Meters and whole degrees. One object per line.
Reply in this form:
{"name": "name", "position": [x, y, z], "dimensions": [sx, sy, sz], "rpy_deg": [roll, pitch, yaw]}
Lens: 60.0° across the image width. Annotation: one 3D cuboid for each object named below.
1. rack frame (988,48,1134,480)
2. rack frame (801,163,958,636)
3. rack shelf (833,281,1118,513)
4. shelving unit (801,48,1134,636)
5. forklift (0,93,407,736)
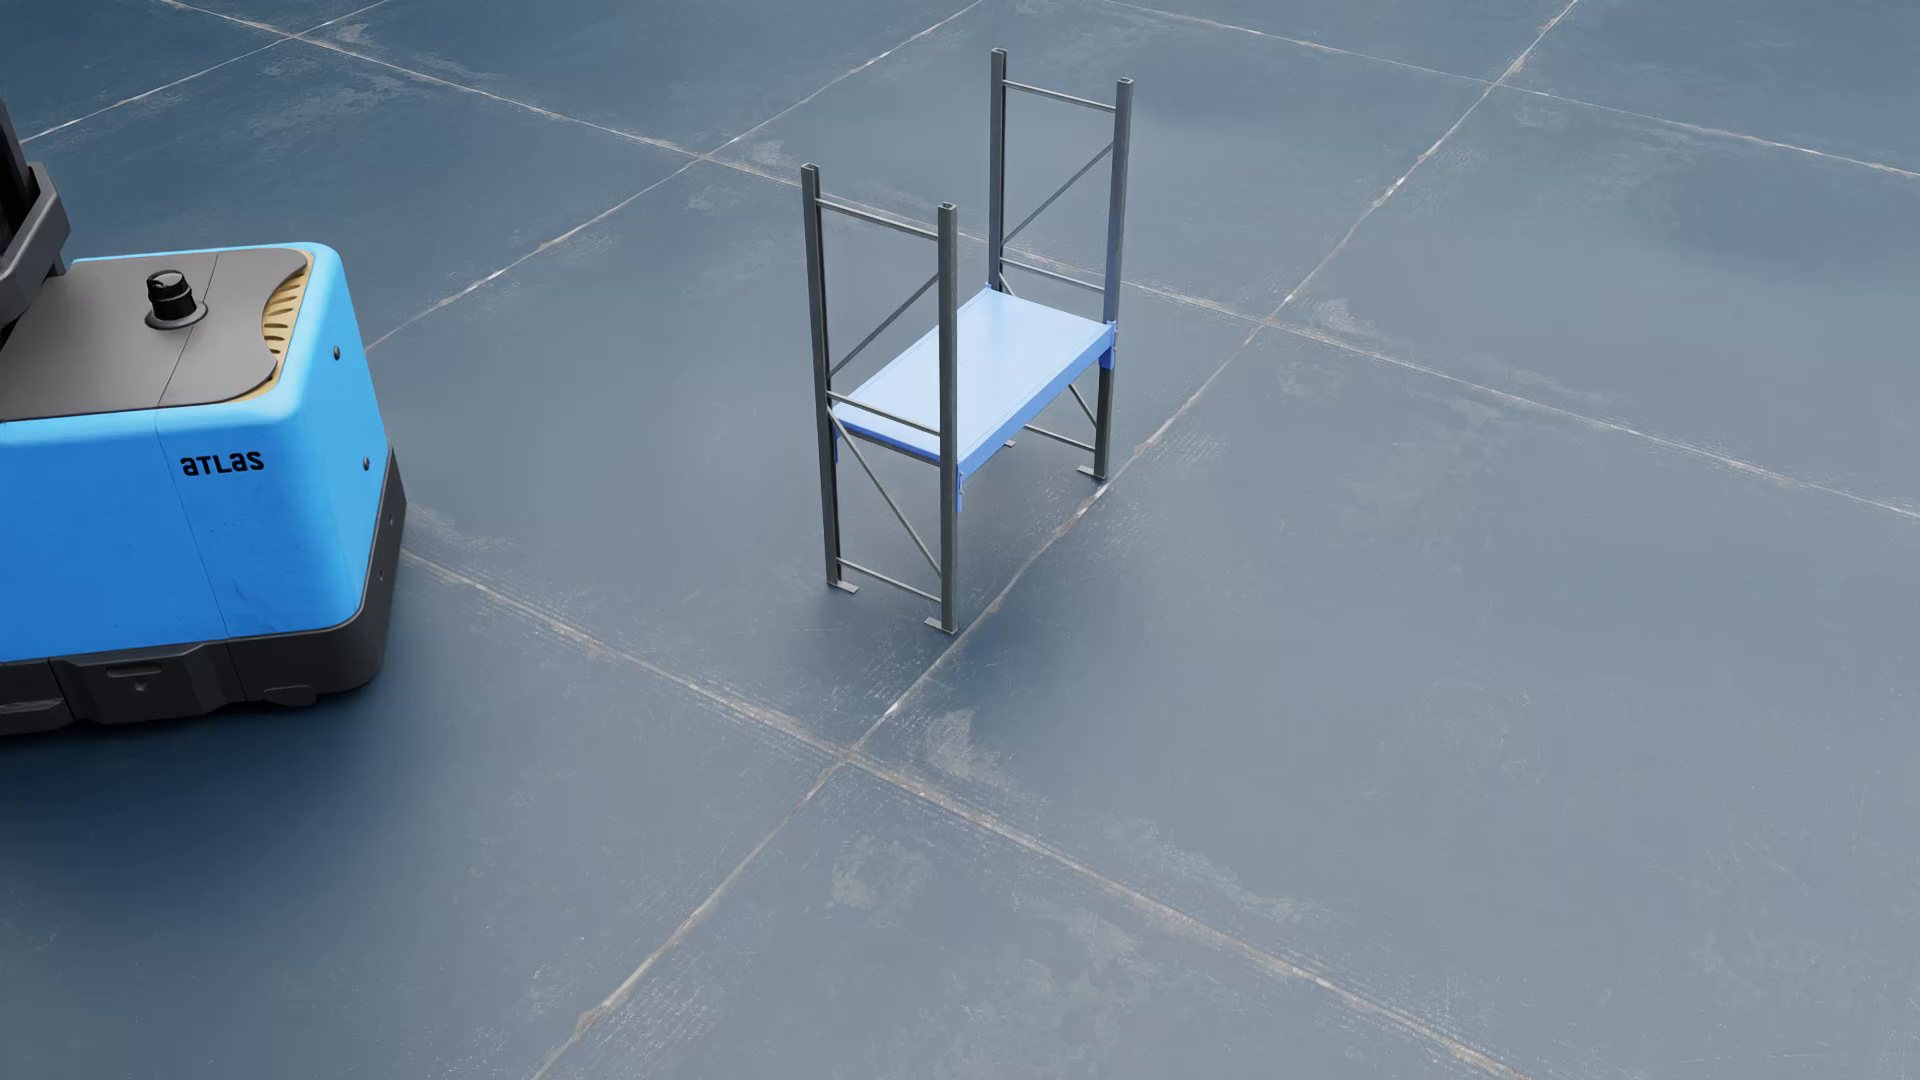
{"name": "rack frame", "position": [0.318, -0.900, 5.689], "dimensions": [0.500, 1.500, 0.032], "rpy_deg": [21, 42, 25]}
{"name": "rack frame", "position": [-0.227, -0.376, 5.009], "dimensions": [0.500, 1.500, 0.032], "rpy_deg": [21, 42, 25]}
{"name": "rack shelf", "position": [0.046, -0.496, 5.459], "dimensions": [0.538, 0.185, 1.000], "rpy_deg": [21, 42, 25]}
{"name": "shelving unit", "position": [0.046, -0.638, 5.349], "dimensions": [0.538, 1.500, 1.048], "rpy_deg": [21, 42, 25]}
{"name": "forklift", "position": [-3.351, -0.819, 4.412], "dimensions": [3.031, 2.935, 1.130], "rpy_deg": [-6, 38, -7]}
